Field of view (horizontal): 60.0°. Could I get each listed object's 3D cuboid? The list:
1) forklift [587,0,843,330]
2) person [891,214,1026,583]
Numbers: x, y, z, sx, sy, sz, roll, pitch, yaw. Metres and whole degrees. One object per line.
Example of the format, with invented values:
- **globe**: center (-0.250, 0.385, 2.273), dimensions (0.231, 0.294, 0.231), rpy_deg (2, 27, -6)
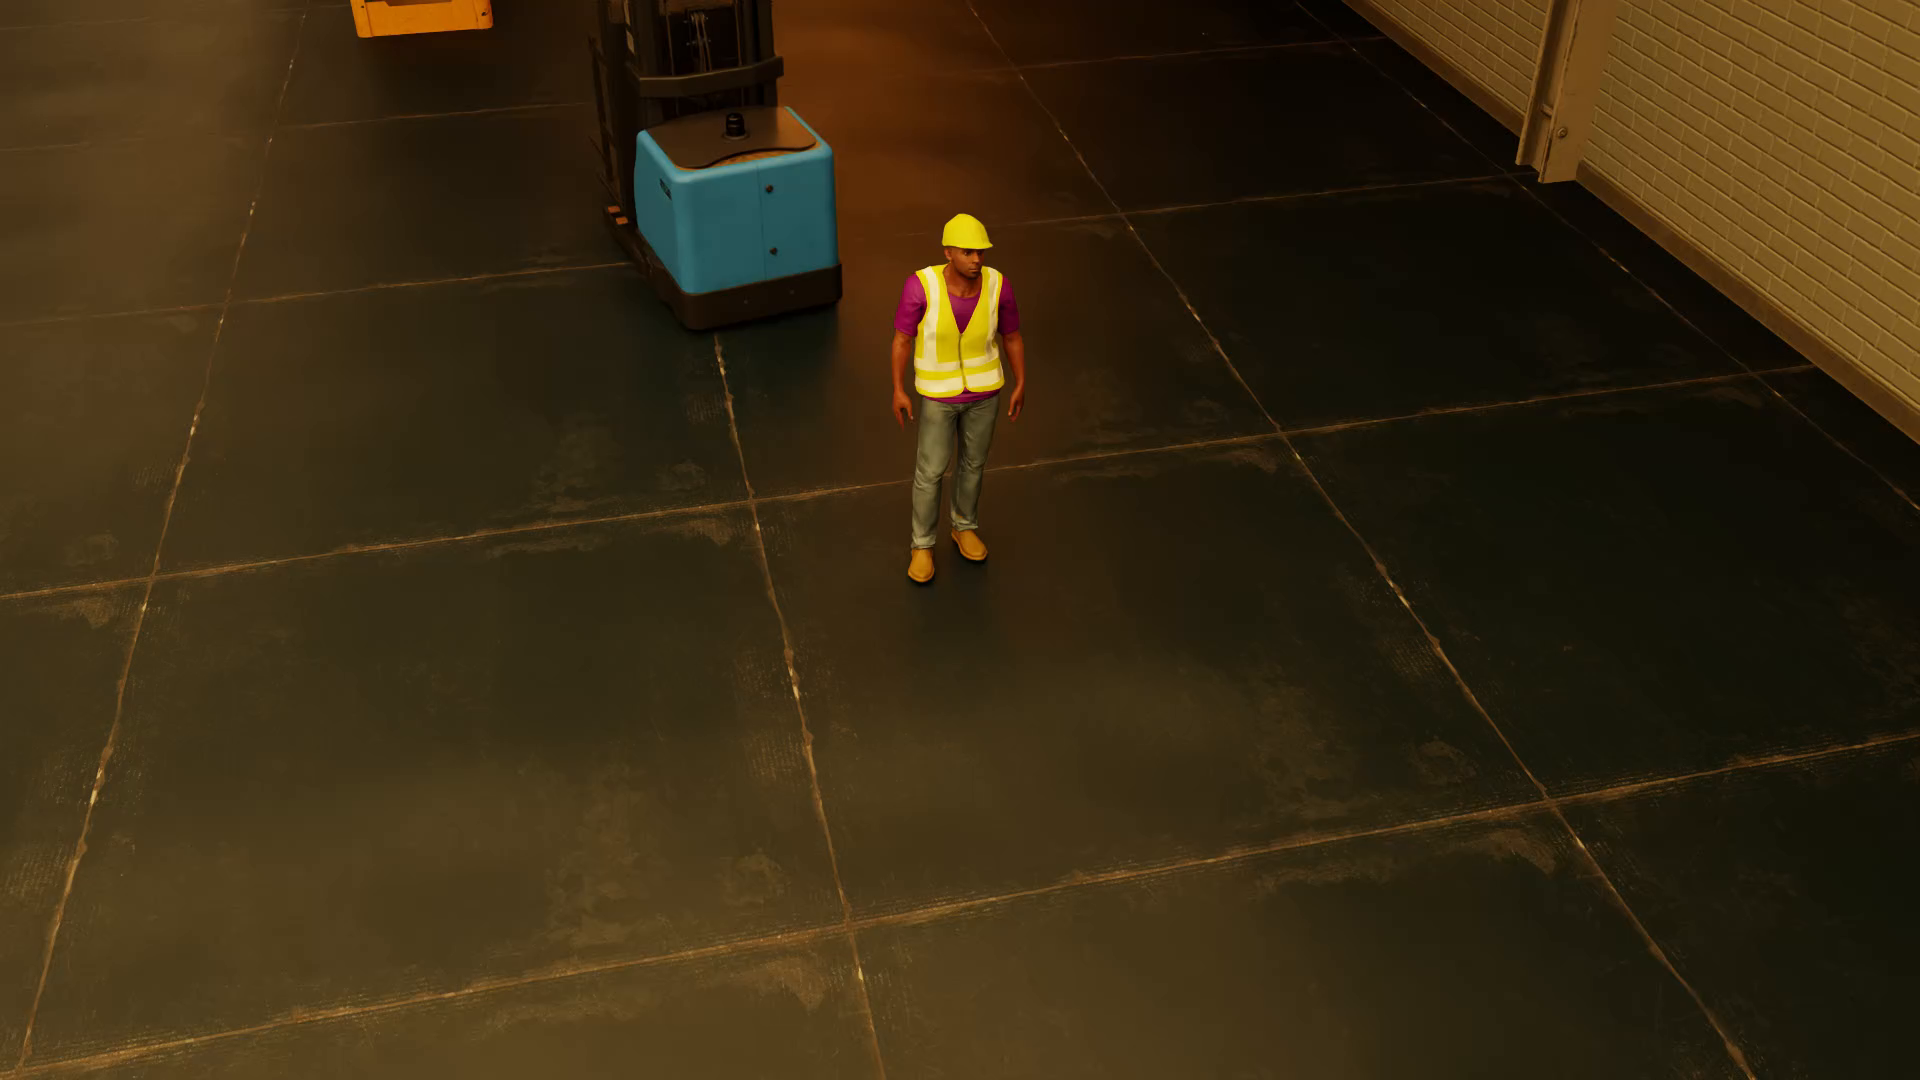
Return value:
- **forklift**: center (-1.827, -3.335, 10.684), dimensions (1.130, 2.935, 3.031), rpy_deg (-15, 38, -20)
- **person**: center (0.010, -0.682, 7.983), dimensions (0.665, 1.768, 0.575), rpy_deg (-8, 36, -11)
